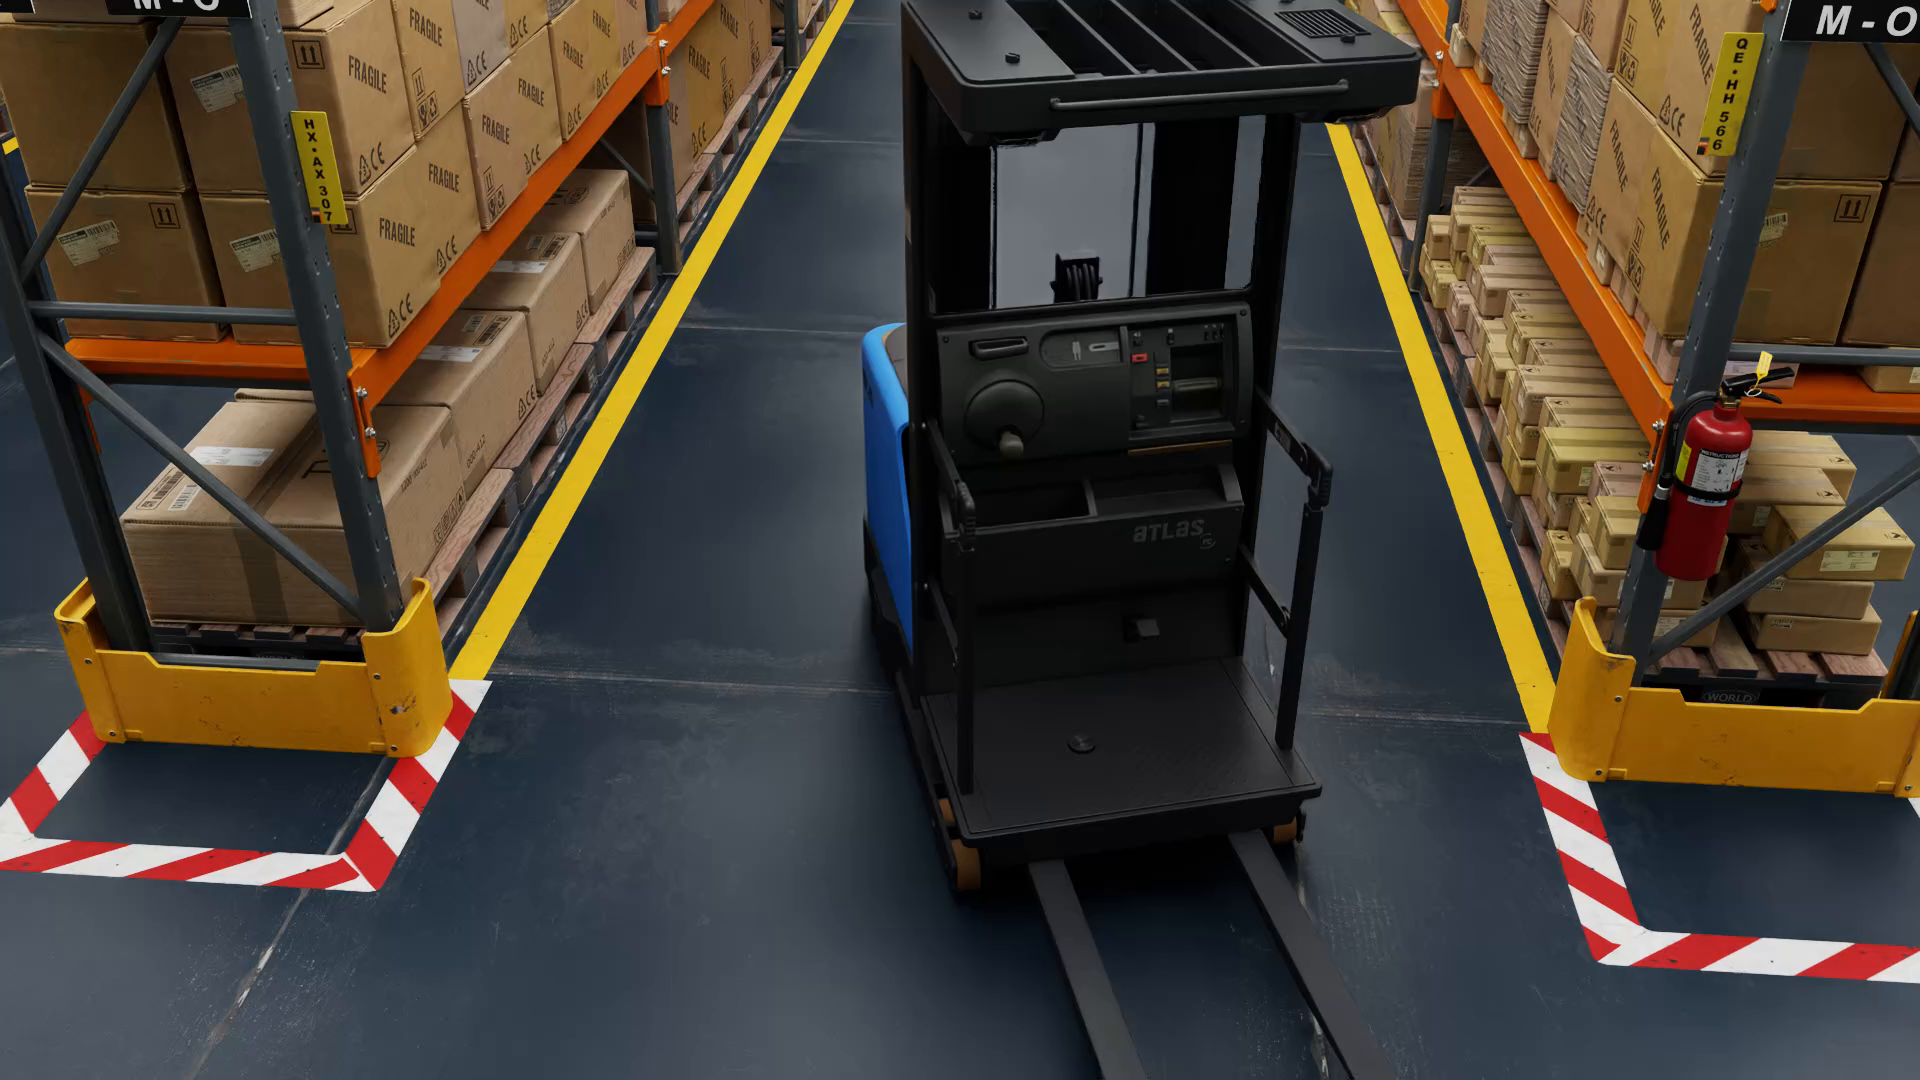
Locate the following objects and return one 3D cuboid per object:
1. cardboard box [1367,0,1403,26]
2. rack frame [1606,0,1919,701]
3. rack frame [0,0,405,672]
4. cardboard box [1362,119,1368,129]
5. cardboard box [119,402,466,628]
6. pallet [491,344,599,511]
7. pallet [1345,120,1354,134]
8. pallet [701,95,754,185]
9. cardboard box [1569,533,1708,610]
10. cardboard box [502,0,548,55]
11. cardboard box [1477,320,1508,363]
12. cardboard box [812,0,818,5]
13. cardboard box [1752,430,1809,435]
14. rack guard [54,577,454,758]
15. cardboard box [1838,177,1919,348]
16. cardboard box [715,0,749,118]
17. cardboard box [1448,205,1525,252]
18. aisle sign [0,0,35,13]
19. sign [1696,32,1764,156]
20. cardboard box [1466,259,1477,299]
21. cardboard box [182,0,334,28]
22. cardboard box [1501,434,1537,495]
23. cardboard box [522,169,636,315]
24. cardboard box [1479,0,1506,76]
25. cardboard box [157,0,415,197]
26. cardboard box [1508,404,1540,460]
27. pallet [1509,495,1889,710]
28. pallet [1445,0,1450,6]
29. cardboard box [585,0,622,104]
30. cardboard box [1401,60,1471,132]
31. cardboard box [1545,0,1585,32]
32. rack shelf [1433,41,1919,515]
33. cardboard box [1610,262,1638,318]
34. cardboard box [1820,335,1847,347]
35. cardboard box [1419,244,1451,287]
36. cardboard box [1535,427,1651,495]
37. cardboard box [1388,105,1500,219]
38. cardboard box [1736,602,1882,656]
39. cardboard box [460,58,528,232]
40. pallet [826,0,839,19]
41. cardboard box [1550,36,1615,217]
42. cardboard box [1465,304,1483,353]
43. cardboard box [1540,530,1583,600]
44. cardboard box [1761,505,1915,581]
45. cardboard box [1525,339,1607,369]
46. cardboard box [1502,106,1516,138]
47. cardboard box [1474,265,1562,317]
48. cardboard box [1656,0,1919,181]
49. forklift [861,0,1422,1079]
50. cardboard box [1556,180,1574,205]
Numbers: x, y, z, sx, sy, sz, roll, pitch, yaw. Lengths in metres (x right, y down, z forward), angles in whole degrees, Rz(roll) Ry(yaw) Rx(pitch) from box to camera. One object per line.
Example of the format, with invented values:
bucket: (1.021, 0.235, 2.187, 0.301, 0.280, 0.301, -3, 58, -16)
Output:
cardboard box: (2.843, -3.256, 10.442, 0.500, 0.250, 0.500, 3, 32, 4)
rack frame: (2.584, -0.513, 4.723, 1.000, 3.000, 0.127, 2, 32, 4)
rack frame: (-2.358, -0.671, 4.980, 1.000, 3.000, 0.127, 2, 32, 4)
cardboard box: (2.849, -2.920, 10.611, 0.500, 0.500, 0.500, 2, 32, 3)
cardboard box: (-2.404, -0.109, 6.109, 0.875, 0.438, 0.875, 1, 32, 2)
pallet: (-2.269, -0.542, 7.428, 1.003, 0.211, 1.213, 2, 32, 4)
pallet: (3.170, -3.100, 11.579, 1.003, 0.211, 1.213, 2, 32, 4)
pallet: (-1.948, -2.622, 10.804, 1.003, 0.211, 1.213, 2, 32, 4)
cardboard box: (2.342, 0.107, 5.750, 0.380, 0.149, 0.250, 2, 32, 3)
cardboard box: (-1.926, -2.179, 6.379, 0.500, 0.500, 0.500, 3, 32, 4)
cardboard box: (2.491, -0.842, 7.291, 0.380, 0.149, 0.250, 2, 32, 4)
cardboard box: (-1.599, -4.596, 13.453, 0.950, 0.372, 0.625, 2, 32, 3)
cardboard box: (2.953, -0.399, 6.289, 0.380, 0.149, 0.250, 1, 32, 2)
rack guard: (-2.360, 0.405, 5.616, 1.175, 0.500, 0.348, 2, 32, 4)
cardboard box: (2.896, -0.905, 4.980, 0.500, 0.500, 0.500, 4, 32, 6)
cardboard box: (-1.923, -3.305, 10.879, 0.875, 0.875, 0.875, 3, 32, 5)
cardboard box: (2.593, -1.510, 8.091, 0.380, 0.149, 0.250, 4, 32, 6)
aisle sign: (-2.673, -1.754, 4.259, 0.394, 0.787, 0.004, 2, 32, 4)
sign: (2.032, -1.174, 4.392, 0.100, 0.325, 0.005, 2, 32, 4)
cardboard box: (2.646, -1.255, 7.961, 0.380, 0.149, 0.250, 2, 32, 4)
cardboard box: (-2.053, -1.589, 4.804, 0.380, 0.149, 0.250, 3, 32, 5)
cardboard box: (2.411, -0.301, 6.696, 0.380, 0.149, 0.250, 1, 32, 2)
cardboard box: (-2.191, -1.527, 8.411, 0.875, 0.438, 0.875, 2, 32, 3)
cardboard box: (2.585, -2.266, 7.189, 0.500, 0.500, 0.500, 2, 32, 4)
cardboard box: (-2.035, -1.378, 5.079, 0.500, 0.500, 0.500, 2, 32, 3)
cardboard box: (2.412, -0.436, 6.632, 0.380, 0.149, 0.250, 3, 32, 5)
pallet: (2.691, 0.211, 6.206, 1.003, 0.211, 1.213, 2, 32, 4)
pallet: (3.117, -2.916, 8.806, 1.003, 0.211, 1.213, 2, 32, 4)
cardboard box: (-1.852, -2.283, 7.500, 0.500, 0.500, 0.500, 2, 32, 3)
cardboard box: (2.718, -2.438, 9.115, 0.500, 0.250, 0.500, 2, 32, 3)
cardboard box: (2.488, -2.171, 6.083, 0.500, 0.500, 0.500, 1, 32, 2)
rack shelf: (2.746, -1.252, 6.609, 1.077, 0.370, 4.000, 2, 32, 4)
cardboard box: (2.392, -0.849, 5.507, 0.380, 0.149, 0.250, 2, 32, 4)
cardboard box: (2.916, -0.696, 5.260, 0.380, 0.149, 0.250, 4, 32, 6)
cardboard box: (2.559, -1.393, 8.468, 0.380, 0.149, 0.250, 1, 32, 2)
cardboard box: (2.346, -0.289, 6.109, 0.380, 0.149, 0.250, 2, 32, 3)
cardboard box: (2.718, -2.117, 9.308, 0.500, 0.500, 0.500, 2, 32, 3)
cardboard box: (2.945, 0.262, 5.783, 0.380, 0.149, 0.250, 3, 32, 5)
cardboard box: (-1.960, -1.484, 6.203, 0.500, 0.500, 0.500, 2, 32, 4)
pallet: (-1.540, -4.712, 14.195, 1.003, 0.211, 1.213, 2, 32, 4)
cardboard box: (2.443, -1.462, 5.885, 0.500, 0.500, 0.500, 3, 32, 4)
cardboard box: (2.598, -0.987, 7.809, 0.380, 0.149, 0.250, 2, 32, 3)
cardboard box: (2.339, 0.099, 6.047, 0.380, 0.149, 0.250, 3, 32, 5)
cardboard box: (2.965, 0.009, 5.626, 0.380, 0.149, 0.250, 1, 32, 2)
cardboard box: (2.529, -0.697, 6.772, 0.380, 0.149, 0.250, 1, 32, 2)
cardboard box: (2.530, -1.812, 7.071, 0.380, 0.149, 0.250, 3, 32, 5)
cardboard box: (2.521, -1.109, 7.440, 0.380, 0.149, 0.250, 3, 32, 5)
cardboard box: (2.373, -1.357, 4.762, 0.500, 0.500, 0.500, 2, 32, 3)
forklift: (0.443, -0.401, 4.607, 1.130, 2.935, 3.031, -6, 32, -10)
cardboard box: (2.526, -1.398, 6.398, 0.380, 0.149, 0.250, 3, 32, 5)
